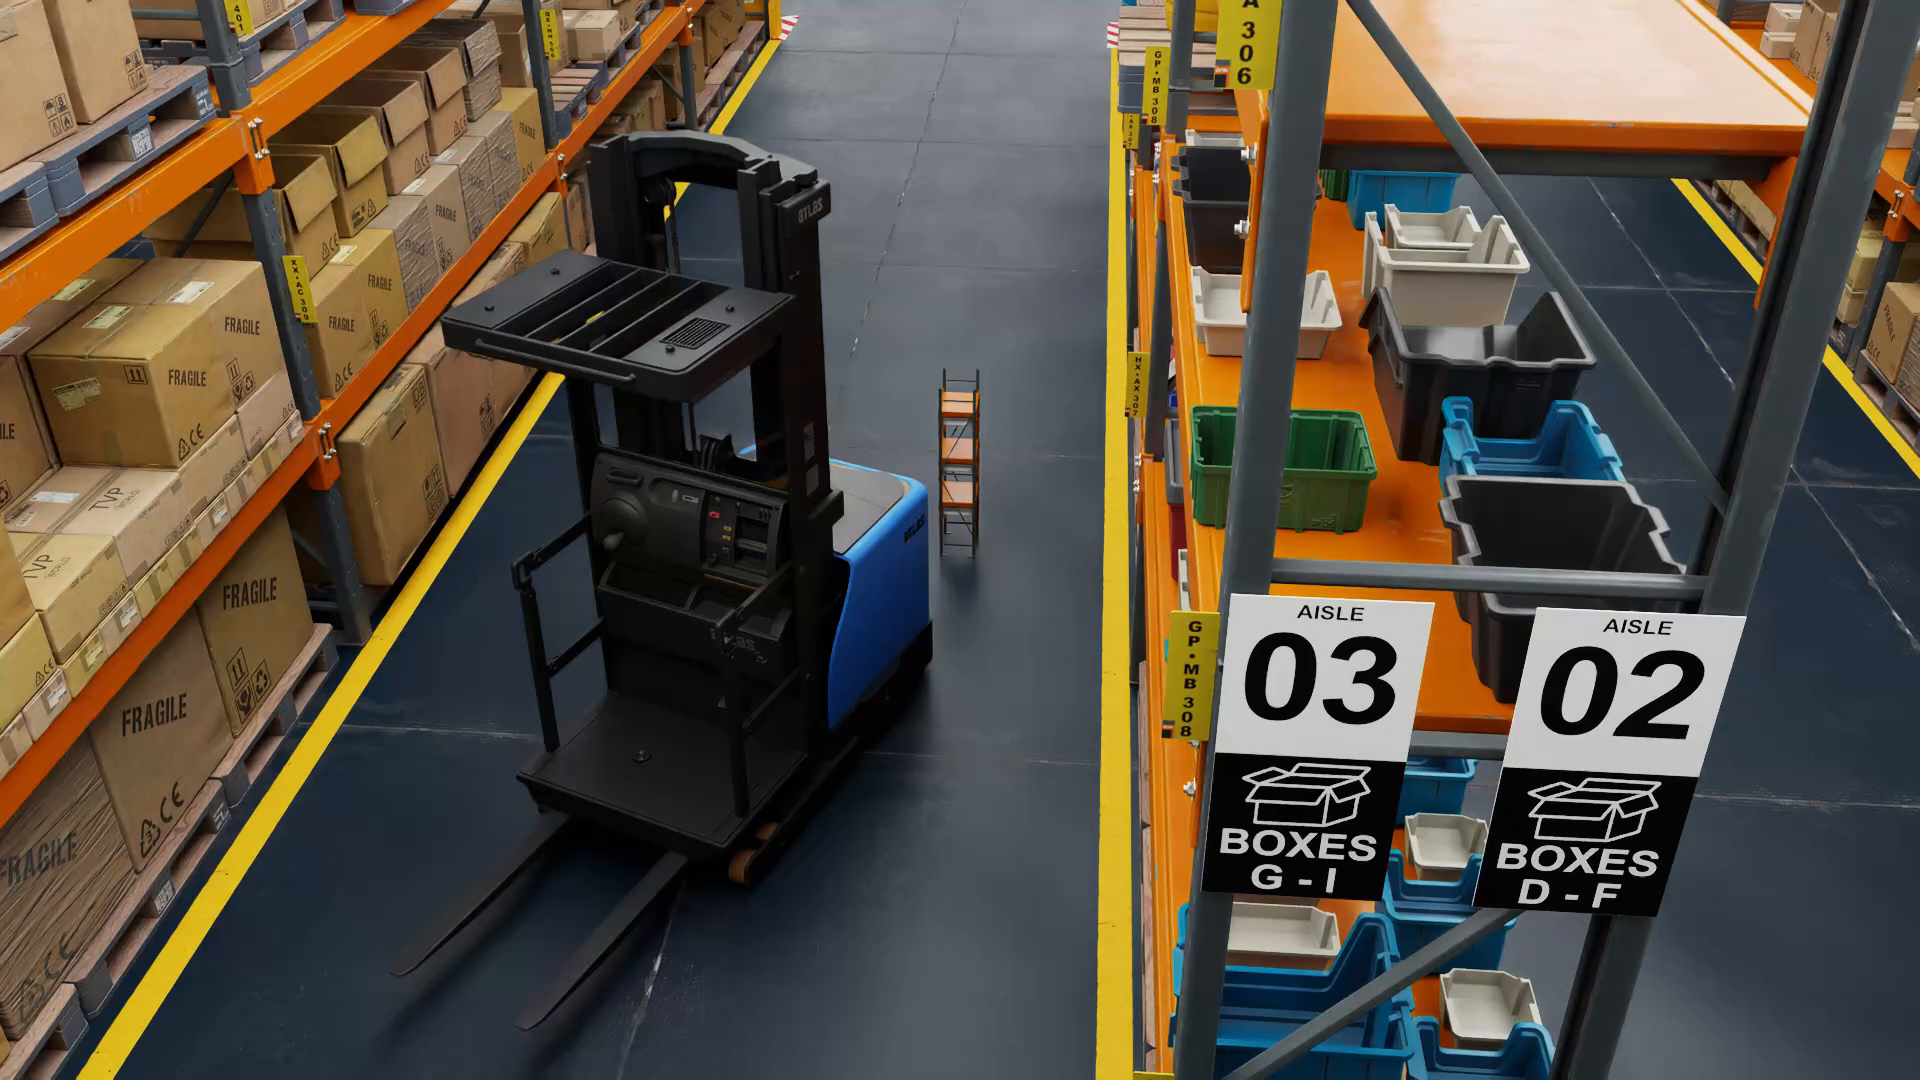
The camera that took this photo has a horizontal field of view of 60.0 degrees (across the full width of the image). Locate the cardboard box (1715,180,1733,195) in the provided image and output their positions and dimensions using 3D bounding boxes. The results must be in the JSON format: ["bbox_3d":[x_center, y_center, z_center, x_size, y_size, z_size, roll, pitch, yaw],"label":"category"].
[{"bbox_3d":[6.618,-3.070,13.873,0.500,0.250,0.500,3,32,5],"label":"cardboard box"}]

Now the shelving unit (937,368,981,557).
[{"bbox_3d":[-0.004,-0.419,9.209,0.215,1.050,0.252,2,32,4],"label":"shelving unit"}]

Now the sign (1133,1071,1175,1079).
[{"bbox_3d":[0.478,1.448,4.167,0.100,0.325,0.005,2,32,4],"label":"sign"}]

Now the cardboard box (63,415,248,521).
[{"bbox_3d":[-3.398,-0.321,7.052,0.500,0.250,0.500,3,32,5],"label":"cardboard box"}]

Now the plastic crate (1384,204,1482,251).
[{"bbox_3d":[1.629,-1.043,5.756,0.293,0.136,0.466,2,32,4],"label":"plastic crate"}]

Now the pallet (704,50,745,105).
[{"bbox_3d":[-2.816,-4.760,17.052,1.003,0.211,1.213,2,32,4],"label":"pallet"}]

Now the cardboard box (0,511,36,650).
[{"bbox_3d":[-3.524,0.166,5.546,0.500,0.500,0.500,2,32,3],"label":"cardboard box"}]

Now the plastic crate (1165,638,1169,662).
[{"bbox_3d":[0.939,0.493,5.974,0.416,0.233,0.300,2,32,4],"label":"plastic crate"}]

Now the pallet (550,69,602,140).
[{"bbox_3d":[-3.306,-3.158,11.979,1.213,0.211,1.003,2,32,4],"label":"pallet"}]

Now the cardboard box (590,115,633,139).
[{"bbox_3d":[-3.106,-3.216,13.853,0.700,0.500,0.500,0,32,0],"label":"cardboard box"}]

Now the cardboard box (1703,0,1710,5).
[{"bbox_3d":[7.007,-5.080,14.819,0.700,0.500,0.500,2,32,3],"label":"cardboard box"}]

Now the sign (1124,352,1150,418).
[{"bbox_3d":[0.805,-0.702,7.546,0.100,0.325,0.005,2,32,4],"label":"sign"}]

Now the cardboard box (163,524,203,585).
[{"bbox_3d":[-3.365,0.047,6.834,0.380,0.149,0.250,3,32,5],"label":"cardboard box"}]

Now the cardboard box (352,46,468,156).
[{"bbox_3d":[-3.389,-2.610,9.855,0.797,0.503,0.637,3,32,5],"label":"cardboard box"}]

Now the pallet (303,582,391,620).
[{"bbox_3d":[-3.596,0.009,9.314,1.003,0.211,1.213,2,32,4],"label":"pallet"}]

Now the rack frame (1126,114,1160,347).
[{"bbox_3d":[1.679,-2.651,10.973,1.000,3.000,0.127,2,32,4],"label":"rack frame"}]

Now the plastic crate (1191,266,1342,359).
[{"bbox_3d":[0.948,-0.724,5.238,0.437,0.136,0.530,2,32,4],"label":"plastic crate"}]

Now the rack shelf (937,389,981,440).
[{"bbox_3d":[-0.004,-0.652,9.066,0.215,0.259,0.240,2,32,4],"label":"rack shelf"}]

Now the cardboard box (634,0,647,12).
[{"bbox_3d":[-3.137,-4.979,13.778,1.000,1.000,1.000,3,32,4],"label":"cardboard box"}]

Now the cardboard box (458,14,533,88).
[{"bbox_3d":[-3.254,-3.368,11.641,0.500,0.500,0.500,-1,32,-2],"label":"cardboard box"}]

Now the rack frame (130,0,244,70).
[{"bbox_3d":[-3.584,-3.325,6.349,1.000,3.000,0.127,2,32,4],"label":"rack frame"}]

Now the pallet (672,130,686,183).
[{"bbox_3d":[-2.994,-3.360,14.781,1.003,0.211,1.213,2,32,4],"label":"pallet"}]

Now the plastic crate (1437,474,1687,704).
[{"bbox_3d":[1.336,0.121,3.740,0.497,0.269,0.590,2,32,4],"label":"plastic crate"}]

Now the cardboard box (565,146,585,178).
[{"bbox_3d":[-3.200,-2.935,12.681,0.500,0.250,0.500,6,32,10],"label":"cardboard box"}]

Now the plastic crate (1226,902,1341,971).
[{"bbox_3d":[0.913,1.185,4.943,0.396,0.136,0.243,2,32,4],"label":"plastic crate"}]

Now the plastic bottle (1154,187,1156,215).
[{"bbox_3d":[1.283,-2.144,10.268,0.152,0.276,0.135,2,32,4],"label":"plastic bottle"}]

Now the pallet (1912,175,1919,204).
[{"bbox_3d":[6.630,-1.999,10.097,1.213,0.211,1.003,2,32,4],"label":"pallet"}]

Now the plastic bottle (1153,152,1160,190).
[{"bbox_3d":[1.321,-2.386,10.661,0.152,0.276,0.135,2,32,4],"label":"plastic bottle"}]

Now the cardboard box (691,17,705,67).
[{"bbox_3d":[-2.849,-4.904,16.611,0.500,0.500,0.500,0,32,0],"label":"cardboard box"}]

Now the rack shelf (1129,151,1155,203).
[{"bbox_3d":[1.841,-3.391,12.859,1.077,0.370,4.000,2,32,4],"label":"rack shelf"}]

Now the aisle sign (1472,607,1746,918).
[{"bbox_3d":[1.317,0.476,3.422,0.394,0.787,0.004,2,32,4],"label":"aisle sign"}]

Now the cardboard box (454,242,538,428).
[{"bbox_3d":[-3.415,-1.311,10.424,1.225,0.875,0.875,3,32,4],"label":"cardboard box"}]

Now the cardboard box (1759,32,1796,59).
[{"bbox_3d":[6.665,-3.968,13.349,0.380,0.149,0.250,2,32,4],"label":"cardboard box"}]

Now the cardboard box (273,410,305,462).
[{"bbox_3d":[-3.282,-0.491,7.707,0.380,0.149,0.250,3,32,4],"label":"cardboard box"}]

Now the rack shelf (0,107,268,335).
[{"bbox_3d":[-3.746,-0.696,5.627,1.077,0.370,4.000,2,32,4],"label":"rack shelf"}]

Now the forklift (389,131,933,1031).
[{"bbox_3d":[-1.240,-0.031,6.787,1.130,2.935,3.031,14,34,22],"label":"forklift"}]

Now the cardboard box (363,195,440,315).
[{"bbox_3d":[-3.216,-1.568,9.120,0.500,0.500,0.500,2,32,3],"label":"cardboard box"}]

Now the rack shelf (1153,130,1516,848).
[{"bbox_3d":[1.190,-0.484,5.284,1.077,0.370,4.000,2,32,4],"label":"rack shelf"}]

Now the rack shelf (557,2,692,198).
[{"bbox_3d":[-3.095,-3.602,13.202,1.077,0.370,4.000,2,32,4],"label":"rack shelf"}]

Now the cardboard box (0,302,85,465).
[{"bbox_3d":[-3.925,-0.656,6.881,0.500,0.500,0.500,2,32,4],"label":"cardboard box"}]

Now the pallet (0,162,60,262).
[{"bbox_3d":[-3.763,-0.947,5.433,1.003,0.211,1.213,2,32,4],"label":"pallet"}]

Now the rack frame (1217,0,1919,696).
[{"bbox_3d":[1.027,-1.022,2.611,1.000,3.000,0.127,2,32,4],"label":"rack frame"}]

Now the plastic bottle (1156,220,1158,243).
[{"bbox_3d":[1.217,-1.892,9.864,0.097,0.271,0.097,0,32,0],"label":"plastic bottle"}]

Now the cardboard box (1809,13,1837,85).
[{"bbox_3d":[6.778,-3.634,12.472,0.500,0.500,0.500,3,32,4],"label":"cardboard box"}]

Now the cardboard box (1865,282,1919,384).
[{"bbox_3d":[6.293,-1.335,10.801,0.500,0.500,0.500,4,32,6],"label":"cardboard box"}]

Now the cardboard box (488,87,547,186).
[{"bbox_3d":[-3.051,-2.637,10.854,0.500,0.500,0.500,3,32,5],"label":"cardboard box"}]

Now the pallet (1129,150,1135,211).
[{"bbox_3d":[1.979,-3.143,14.430,1.003,0.211,1.213,2,32,4],"label":"pallet"}]

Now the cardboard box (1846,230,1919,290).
[{"bbox_3d":[6.412,-1.969,11.552,0.500,0.311,0.500,3,32,5],"label":"cardboard box"}]

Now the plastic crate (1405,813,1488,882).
[{"bbox_3d":[1.539,0.985,5.267,0.250,0.136,0.298,2,32,4],"label":"plastic crate"}]

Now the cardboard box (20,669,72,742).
[{"bbox_3d":[-3.449,0.583,5.964,0.380,0.149,0.250,2,32,3],"label":"cardboard box"}]

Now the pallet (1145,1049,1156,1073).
[{"bbox_3d":[1.133,2.290,5.614,1.003,0.211,1.213,2,32,4],"label":"pallet"}]

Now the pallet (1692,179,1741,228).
[{"bbox_3d":[6.920,-2.955,14.124,1.003,0.211,1.213,2,32,4],"label":"pallet"}]

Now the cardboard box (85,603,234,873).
[{"bbox_3d":[-3.790,0.767,7.052,0.875,0.875,0.875,2,32,4],"label":"cardboard box"}]
